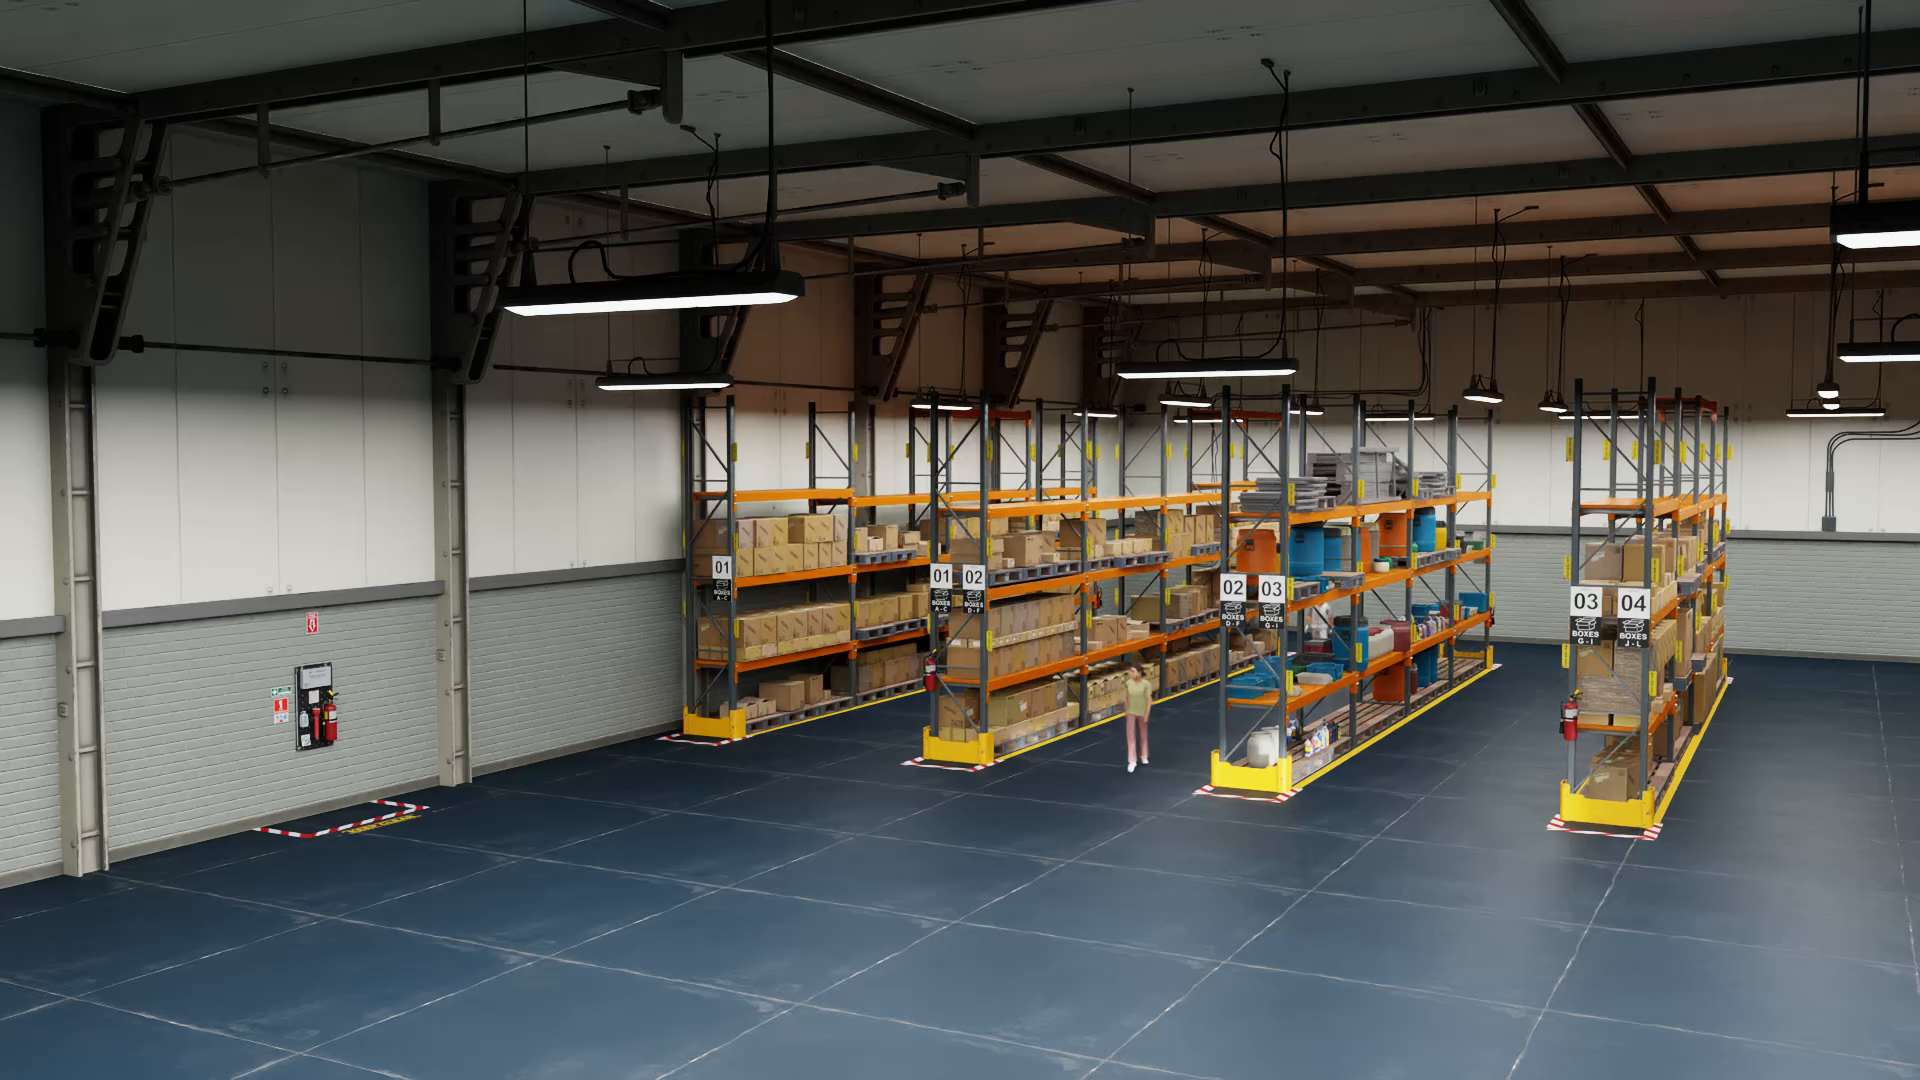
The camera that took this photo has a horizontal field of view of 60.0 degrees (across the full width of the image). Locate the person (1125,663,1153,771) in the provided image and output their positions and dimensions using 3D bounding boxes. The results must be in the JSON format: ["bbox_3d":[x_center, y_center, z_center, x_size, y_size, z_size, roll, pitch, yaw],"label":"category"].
[{"bbox_3d":[2.813,2.775,26.367,0.474,1.649,0.869,1,3,17],"label":"person"}]

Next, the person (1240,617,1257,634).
[{"bbox_3d":[7.794,1.832,44.683,0.457,1.639,0.793,-3,4,-44],"label":"person"}]

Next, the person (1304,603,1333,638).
[{"bbox_3d":[8.422,2.071,38.990,0.670,1.731,1.098,1,3,24],"label":"person"}]
